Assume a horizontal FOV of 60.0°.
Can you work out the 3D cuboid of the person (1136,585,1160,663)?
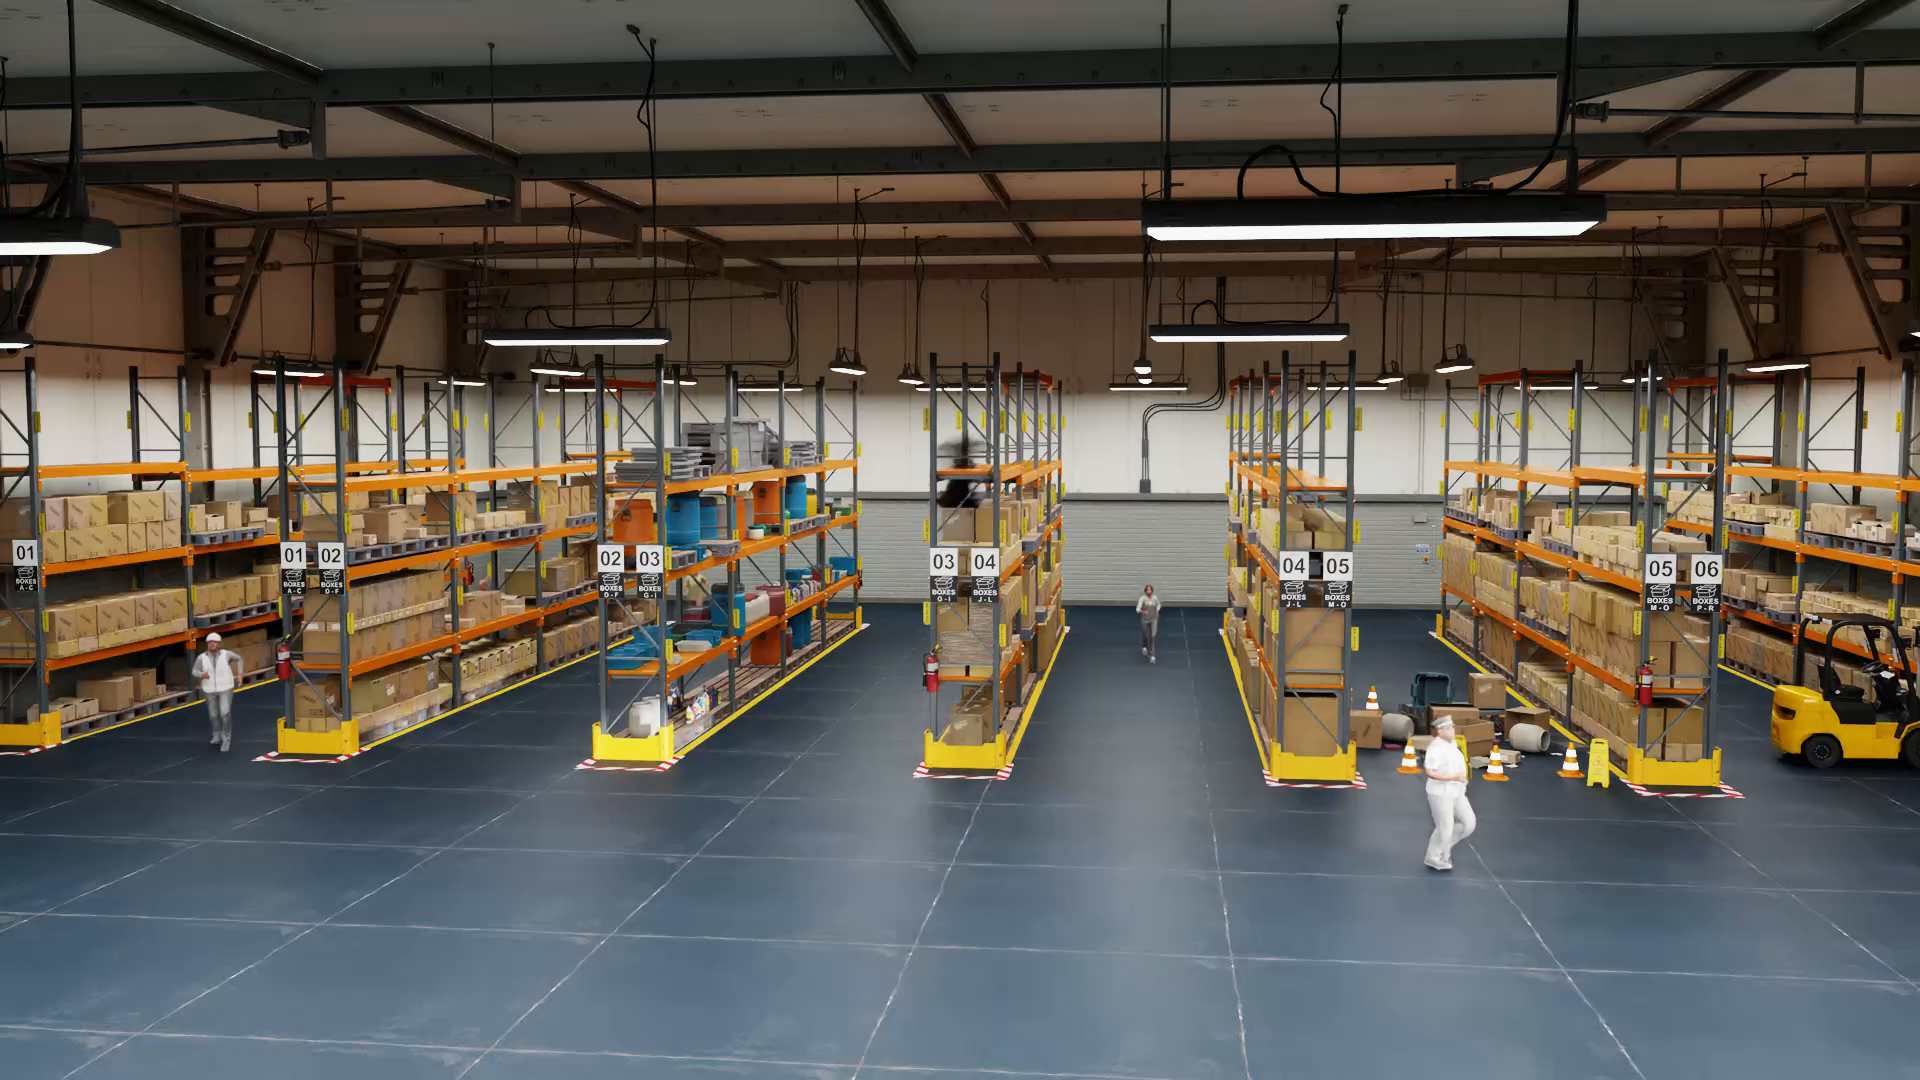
[{"bbox_3d":[3.960,1.731,34.871,0.538,1.605,0.851,0,4,-3],"label":"person"}]

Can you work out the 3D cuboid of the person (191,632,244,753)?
[{"bbox_3d":[-11.354,2.314,25.445,0.703,1.828,0.755,-1,4,-13],"label":"person"}]

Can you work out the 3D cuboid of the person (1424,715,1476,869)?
[{"bbox_3d":[5.475,2.819,18.501,0.648,1.764,0.621,-3,5,-41],"label":"person"}]

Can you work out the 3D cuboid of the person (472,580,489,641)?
[{"bbox_3d":[-10.094,1.678,35.186,0.657,1.670,0.607,0,4,4],"label":"person"}]

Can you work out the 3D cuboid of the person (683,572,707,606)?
[{"bbox_3d":[-6.206,1.402,38.953,0.550,1.667,0.966,0,4,-3],"label":"person"}]
